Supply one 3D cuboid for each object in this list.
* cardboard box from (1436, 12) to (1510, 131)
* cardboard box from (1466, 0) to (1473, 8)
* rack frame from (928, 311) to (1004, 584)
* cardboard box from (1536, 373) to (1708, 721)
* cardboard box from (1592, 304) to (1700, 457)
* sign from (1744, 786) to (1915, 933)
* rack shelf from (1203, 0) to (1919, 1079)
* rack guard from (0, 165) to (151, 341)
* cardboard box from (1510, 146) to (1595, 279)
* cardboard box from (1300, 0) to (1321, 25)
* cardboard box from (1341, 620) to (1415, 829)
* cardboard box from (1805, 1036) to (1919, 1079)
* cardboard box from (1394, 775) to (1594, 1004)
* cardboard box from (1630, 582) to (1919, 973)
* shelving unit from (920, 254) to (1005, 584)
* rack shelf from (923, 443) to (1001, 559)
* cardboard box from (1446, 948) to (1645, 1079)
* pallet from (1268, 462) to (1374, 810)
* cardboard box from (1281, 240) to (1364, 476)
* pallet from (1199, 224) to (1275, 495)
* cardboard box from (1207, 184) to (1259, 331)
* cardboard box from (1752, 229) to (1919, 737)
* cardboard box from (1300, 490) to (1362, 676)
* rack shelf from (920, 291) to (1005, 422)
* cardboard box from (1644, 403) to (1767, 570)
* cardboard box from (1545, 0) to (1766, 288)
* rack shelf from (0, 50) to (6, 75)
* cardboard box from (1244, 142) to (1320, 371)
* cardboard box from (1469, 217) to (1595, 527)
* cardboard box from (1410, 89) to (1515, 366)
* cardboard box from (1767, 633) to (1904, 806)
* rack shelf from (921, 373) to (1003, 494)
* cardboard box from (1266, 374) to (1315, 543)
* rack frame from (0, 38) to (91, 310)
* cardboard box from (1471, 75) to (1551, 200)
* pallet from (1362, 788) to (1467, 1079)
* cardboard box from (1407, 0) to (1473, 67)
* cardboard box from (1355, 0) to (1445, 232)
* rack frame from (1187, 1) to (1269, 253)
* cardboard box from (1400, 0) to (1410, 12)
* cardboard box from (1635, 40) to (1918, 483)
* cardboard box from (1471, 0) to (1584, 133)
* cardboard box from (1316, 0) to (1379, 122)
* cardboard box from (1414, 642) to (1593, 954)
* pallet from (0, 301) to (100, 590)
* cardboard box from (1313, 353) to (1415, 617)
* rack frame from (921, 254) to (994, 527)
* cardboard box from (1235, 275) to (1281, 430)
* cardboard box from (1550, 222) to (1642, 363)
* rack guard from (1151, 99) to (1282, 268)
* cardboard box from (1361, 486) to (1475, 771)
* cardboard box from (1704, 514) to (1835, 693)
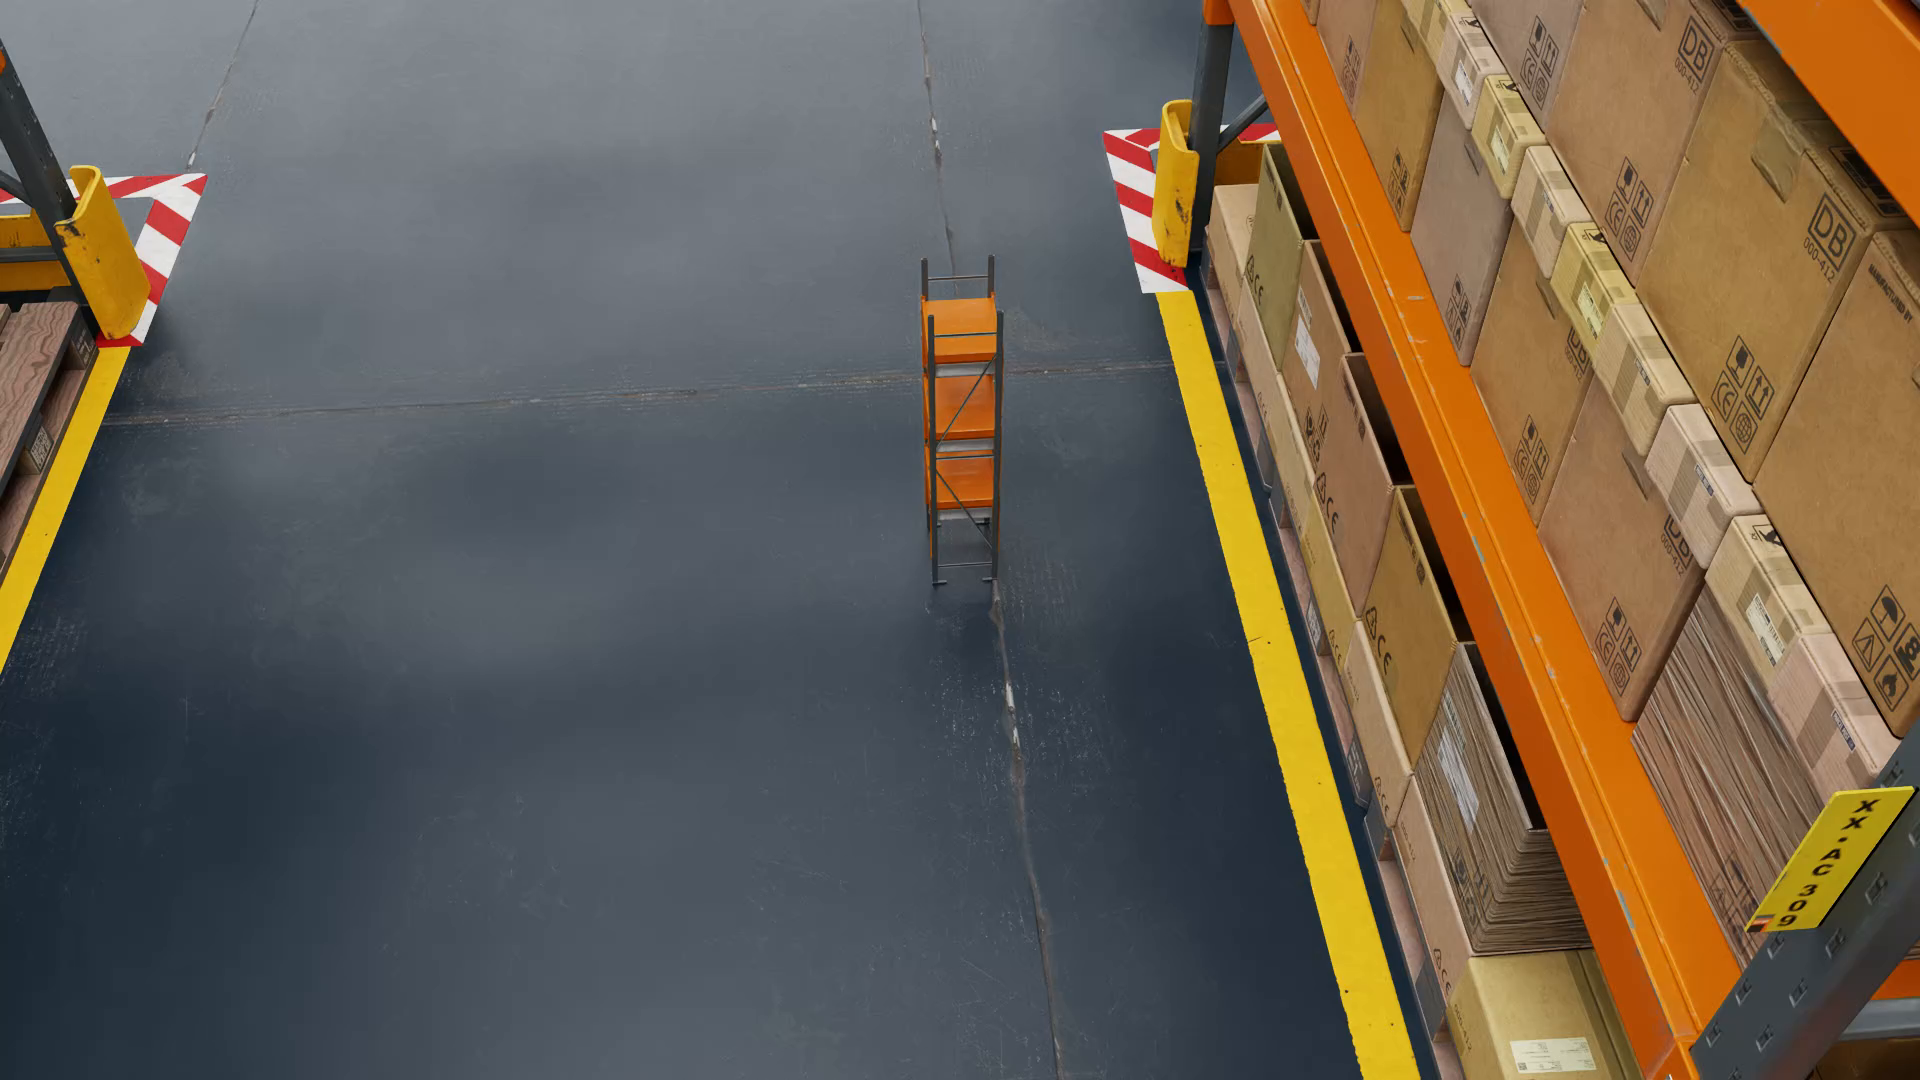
[{"bbox_3d":[1.277,-1.036,3.650,0.380,0.149,0.250,-3,47,-3],"label":"cardboard box"},{"bbox_3d":[1.454,-1.547,3.686,0.700,0.500,0.500,-3,47,-3],"label":"cardboard box"},{"bbox_3d":[0.015,-0.234,4.749,0.200,1.050,0.008,-3,47,-3],"label":"rack frame"},{"bbox_3d":[1.572,-0.030,3.144,0.700,0.500,0.500,-4,47,-4],"label":"cardboard box"},{"bbox_3d":[1.363,-0.293,2.946,0.380,0.149,0.250,-4,47,-3],"label":"cardboard box"},{"bbox_3d":[1.113,0.416,2.139,0.100,0.325,0.005,-3,47,-3],"label":"sign"},{"bbox_3d":[1.498,-0.493,4.147,1.077,0.370,4.000,-3,47,-3],"label":"rack shelf"},{"bbox_3d":[-3.552,-0.978,5.832,1.175,0.500,0.348,-3,47,-3],"label":"rack guard"},{"bbox_3d":[1.325,-0.654,3.287,0.380,0.149,0.250,-2,47,-2],"label":"cardboard box"},{"bbox_3d":[1.357,-1.884,4.899,0.700,0.500,0.500,-3,47,-3],"label":"cardboard box"},{"bbox_3d":[1.321,0.462,4.351,0.500,0.250,0.500,-3,47,-3],"label":"cardboard box"},{"bbox_3d":[1.939,0.895,3.425,0.500,0.500,0.500,-3,47,-3],"label":"cardboard box"},{"bbox_3d":[1.377,0.823,4.009,0.500,0.250,0.500,-3,47,-3],"label":"cardboard box"},{"bbox_3d":[1.622,0.351,2.783,0.700,0.500,0.500,-5,47,-4],"label":"cardboard box"},{"bbox_3d":[0.004,-0.322,4.832,0.215,1.050,0.252,-3,47,-3],"label":"shelving unit"},{"bbox_3d":[0.004,-0.124,5.042,0.215,0.259,0.240,-3,47,-3],"label":"rack shelf"},{"bbox_3d":[1.409,1.185,3.666,0.500,0.250,0.500,-3,47,-3],"label":"cardboard box"},{"bbox_3d":[1.536,0.202,4.913,1.003,0.211,1.213,-3,47,-3],"label":"pallet"},{"bbox_3d":[1.253,-0.520,4.765,0.500,0.500,0.500,-3,47,-3],"label":"cardboard box"},{"bbox_3d":[1.437,-0.678,5.747,1.003,0.211,1.213,-3,47,-3],"label":"pallet"},{"bbox_3d":[1.154,-0.985,5.722,0.500,0.250,0.500,-3,47,-3],"label":"cardboard box"},{"bbox_3d":[1.622,-0.095,2.312,0.700,0.500,0.500,-3,47,-3],"label":"cardboard box"},{"bbox_3d":[1.278,0.100,4.694,0.500,0.250,0.500,-3,47,-3],"label":"cardboard box"},{"bbox_3d":[0.004,-0.510,4.634,0.215,0.259,0.240,-3,47,-3],"label":"rack shelf"},{"bbox_3d":[1.386,-0.103,2.766,0.380,0.149,0.250,-5,47,-4],"label":"cardboard box"},{"bbox_3d":[1.538,-0.823,3.001,0.700,0.500,0.500,-4,47,-3],"label":"cardboard box"},{"bbox_3d":[-3.438,-0.195,3.864,1.077,0.370,4.000,-3,47,-3],"label":"rack shelf"},{"bbox_3d":[1.198,-0.881,5.107,0.500,0.500,0.500,-3,47,-3],"label":"cardboard box"},{"bbox_3d":[1.534,-0.393,3.488,0.700,0.500,0.500,-3,47,-3],"label":"cardboard box"},{"bbox_3d":[1.490,-0.764,3.838,0.700,0.500,0.500,-2,47,-2],"label":"cardboard box"},{"bbox_3d":[1.430,0.265,2.417,0.380,0.149,0.250,-4,47,-3],"label":"cardboard box"},{"bbox_3d":[0.004,-0.315,4.840,0.215,0.259,0.240,-3,47,-3],"label":"rack shelf"},{"bbox_3d":[1.241,-0.262,5.037,0.500,0.250,0.500,-3,47,-3],"label":"cardboard box"},{"bbox_3d":[-3.605,-1.889,4.973,1.000,3.000,0.127,-3,47,-3],"label":"rack frame"},{"bbox_3d":[1.300,-0.846,3.469,0.380,0.149,0.250,-2,47,-2],"label":"cardboard box"},{"bbox_3d":[1.641,1.087,4.075,1.003,0.211,1.213,-3,47,-3],"label":"pallet"},{"bbox_3d":[1.259,-1.217,3.821,0.380,0.149,0.250,-4,47,-4],"label":"cardboard box"},{"bbox_3d":[1.442,-1.144,4.199,0.700,0.500,0.500,-3,47,-3],"label":"cardboard box"},{"bbox_3d":[1.331,-2.188,5.256,1.000,3.000,0.127,-3,47,-3],"label":"rack frame"},{"bbox_3d":[1.237,-1.401,3.996,0.380,0.149,0.250,-5,47,-5],"label":"cardboard box"},{"bbox_3d":[1.579,-0.460,2.658,0.700,0.500,0.500,-4,47,-3],"label":"cardboard box"},{"bbox_3d":[1.496,-1.184,3.343,0.700,0.500,0.500,-3,47,-3],"label":"cardboard box"},{"bbox_3d":[1.406,-1.504,4.540,0.700,0.500,0.500,-2,47,-2],"label":"cardboard box"},{"bbox_3d":[1.379,0.565,3.737,0.500,0.500,0.500,-3,47,-3],"label":"cardboard box"},{"bbox_3d":[-3.489,-0.290,5.380,1.003,0.211,1.213,-3,47,-3],"label":"pallet"},{"bbox_3d":[1.277,-0.158,4.421,0.500,0.500,0.500,-3,47,-3],"label":"cardboard box"},{"bbox_3d":[-0.006,-0.411,4.916,0.200,1.050,0.008,-3,47,-3],"label":"rack frame"},{"bbox_3d":[1.200,-0.624,5.379,0.500,0.250,0.500,-3,47,-3],"label":"cardboard box"},{"bbox_3d":[1.346,-0.471,3.115,0.380,0.149,0.250,-4,47,-3],"label":"cardboard box"},{"bbox_3d":[1.329,-1.346,6.180,1.175,0.500,0.348,-3,47,-3],"label":"rack guard"},{"bbox_3d":[1.333,0.203,4.080,0.500,0.500,0.500,-3,47,-3],"label":"cardboard box"},{"bbox_3d":[1.411,0.086,2.587,0.380,0.149,0.250,-4,47,-4],"label":"cardboard box"}]
